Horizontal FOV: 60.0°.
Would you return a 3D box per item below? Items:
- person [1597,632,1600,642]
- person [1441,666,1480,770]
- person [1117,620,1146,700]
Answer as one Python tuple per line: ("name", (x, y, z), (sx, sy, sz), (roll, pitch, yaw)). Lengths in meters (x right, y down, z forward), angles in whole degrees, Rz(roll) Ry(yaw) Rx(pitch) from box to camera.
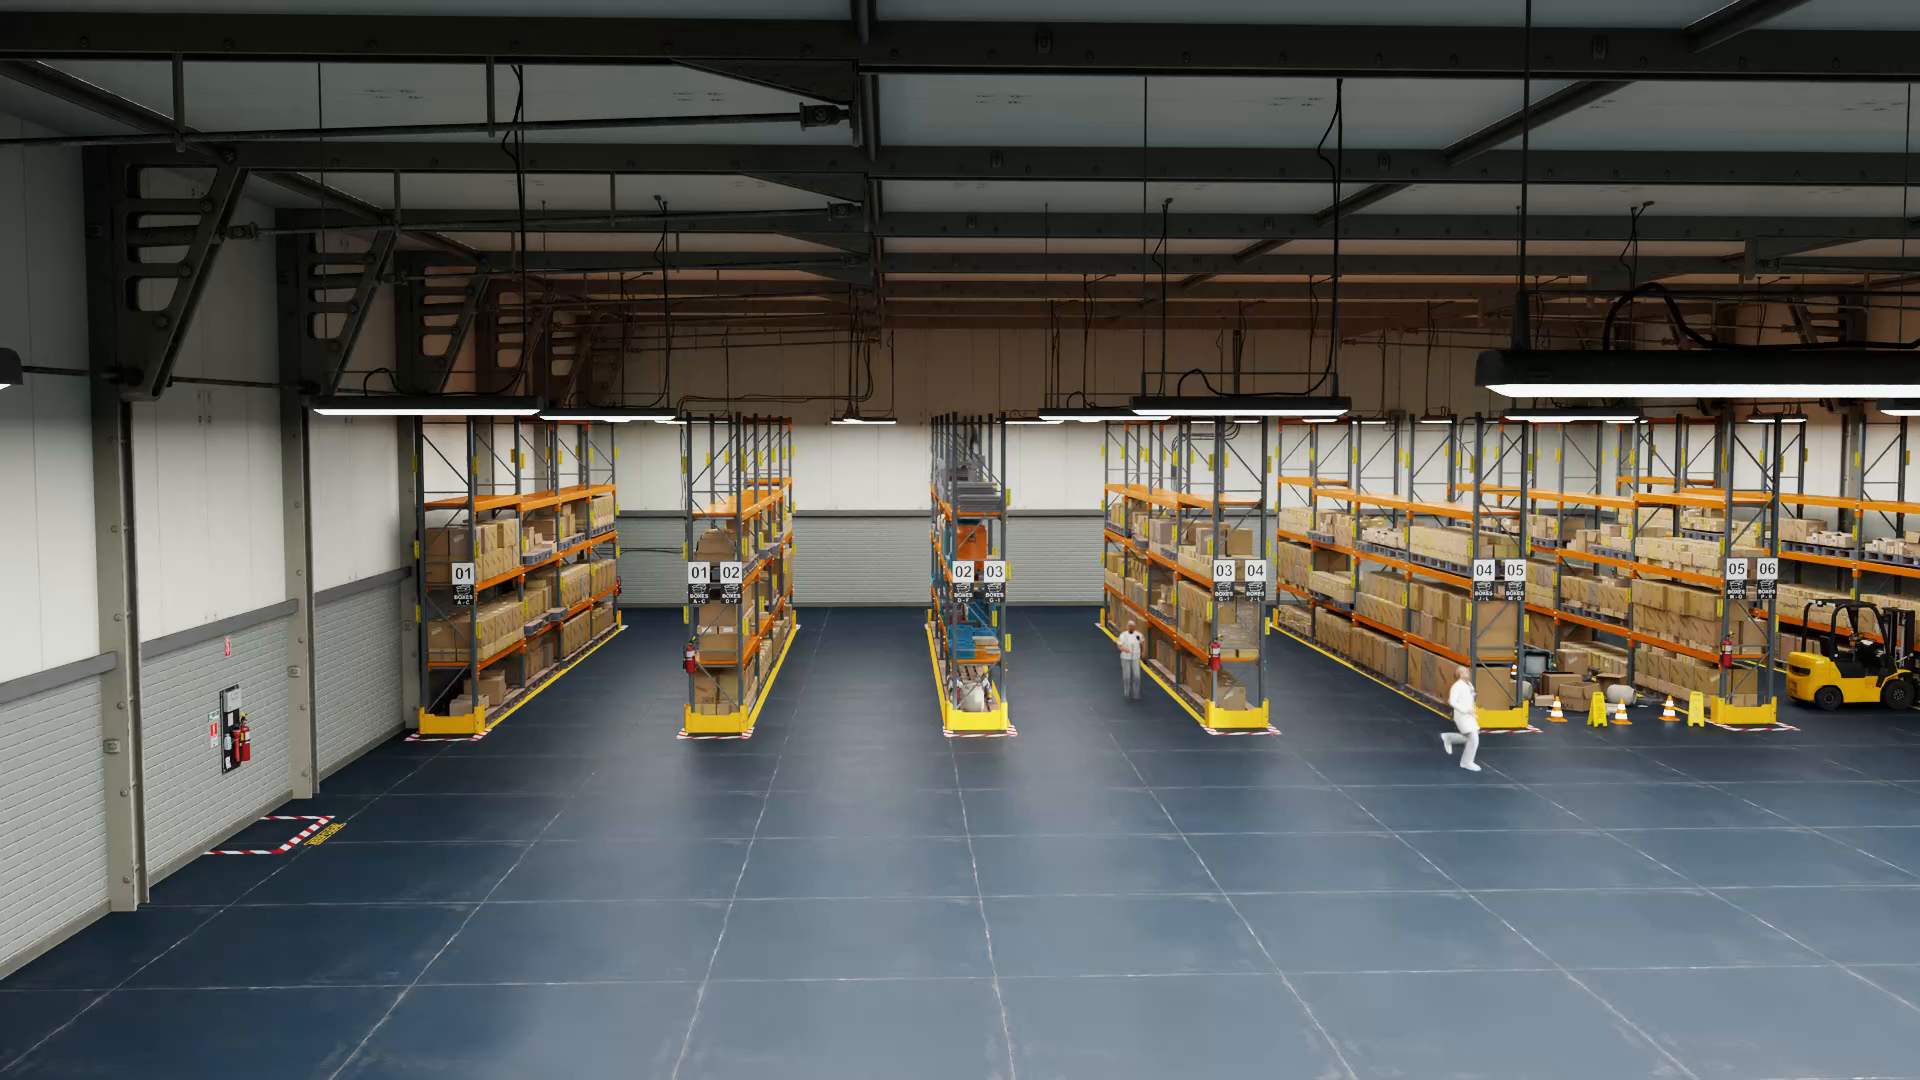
("person", (16.527, 1.978, 43.175), (0.584, 1.612, 0.720), (0, 4, -4))
("person", (8.416, 2.973, 27.936), (0.716, 1.723, 0.730), (3, 5, 34))
("person", (3.613, 2.536, 34.966), (0.619, 1.711, 0.691), (0, 4, 0))
